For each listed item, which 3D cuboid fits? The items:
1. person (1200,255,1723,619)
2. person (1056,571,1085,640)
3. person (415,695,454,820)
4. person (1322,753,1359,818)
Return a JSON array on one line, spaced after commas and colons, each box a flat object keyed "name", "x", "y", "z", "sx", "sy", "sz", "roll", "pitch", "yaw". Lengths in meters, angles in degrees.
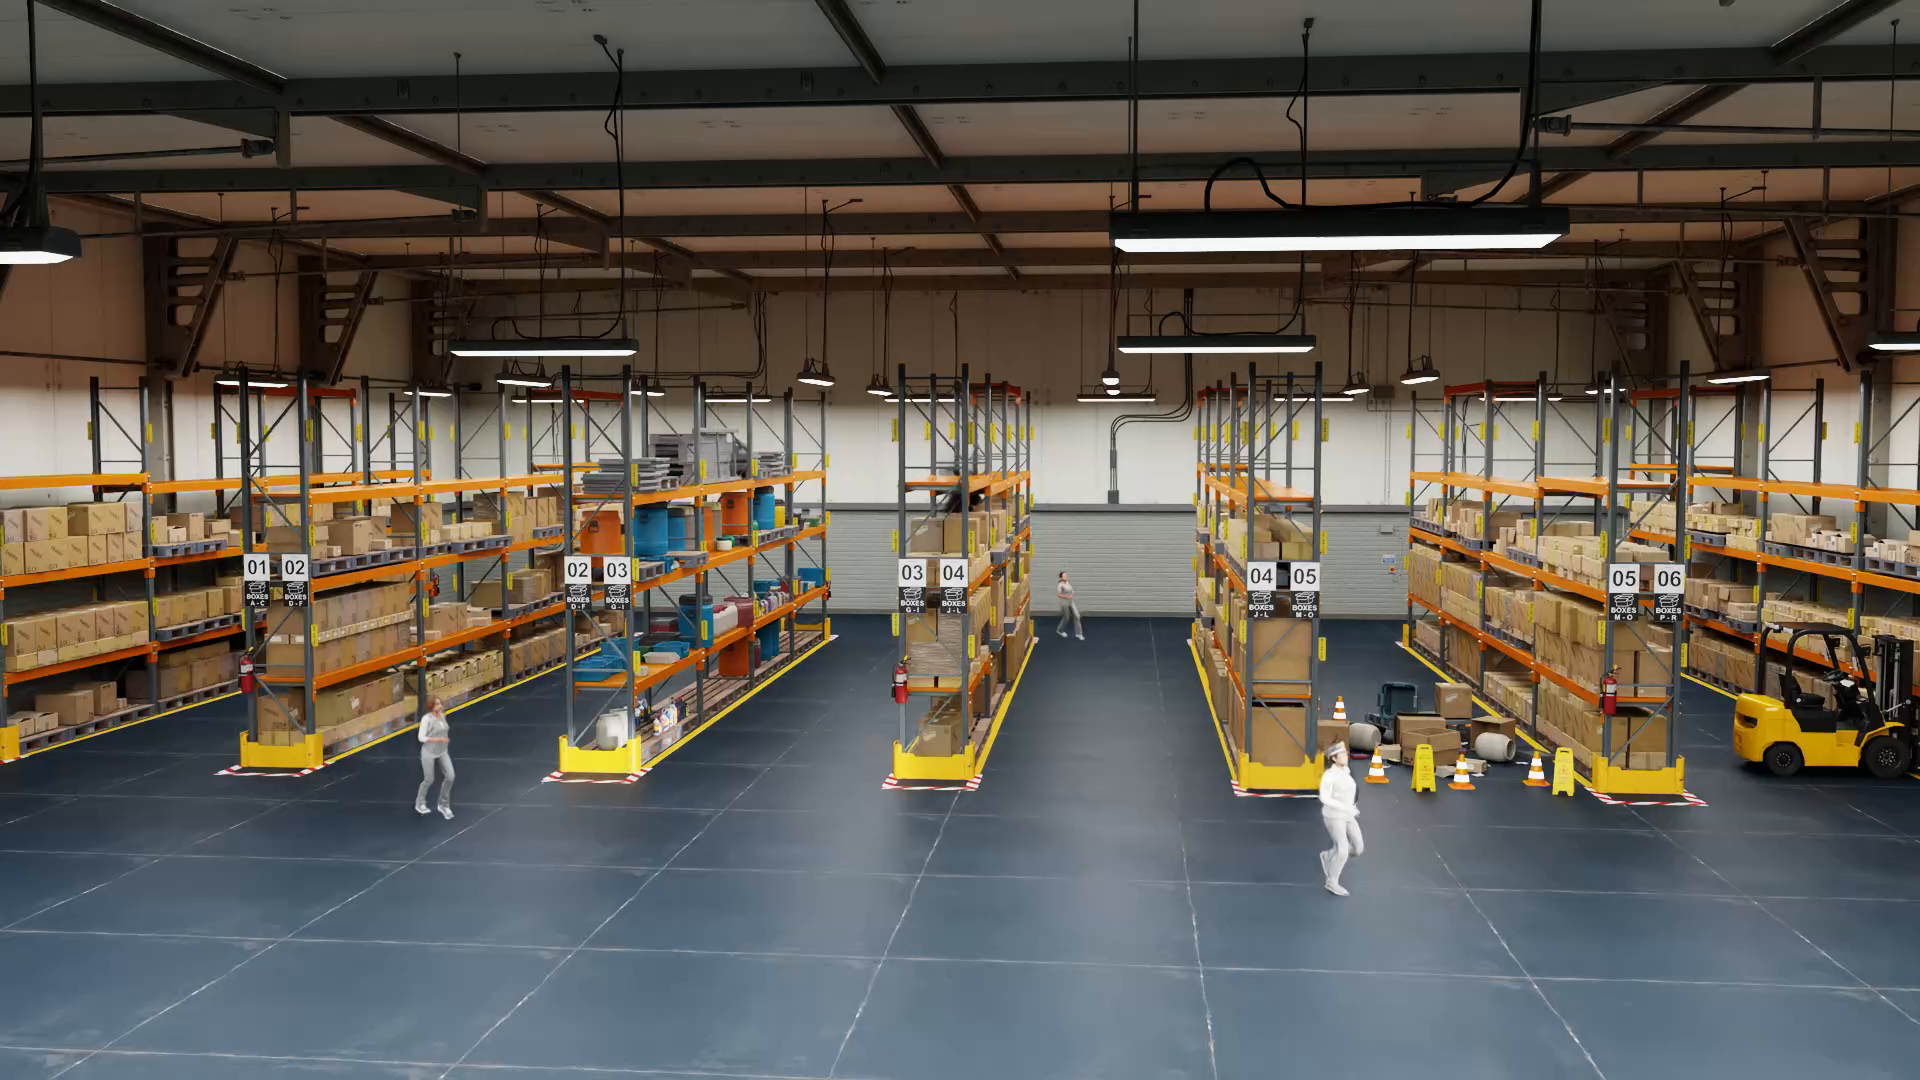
[{"name": "person", "x": 11.771, "y": -2.040, "z": 39.030, "sx": 11.731, "sy": 8.922, "sz": 8.879, "roll": 0, "pitch": 4, "yaw": -5}, {"name": "person", "x": 2.593, "y": 1.583, "z": 40.219, "sx": 0.587, "sy": 1.651, "sz": 0.904, "roll": -4, "pitch": 5, "yaw": -44}, {"name": "person", "x": -6.819, "y": 2.820, "z": 21.558, "sx": 0.700, "sy": 1.627, "sz": 0.525, "roll": 2, "pitch": 4, "yaw": 33}, {"name": "person", "x": 4.199, "y": 2.658, "z": 18.070, "sx": 0.454, "sy": 0.846, "sz": 0.502, "roll": 3, "pitch": 5, "yaw": 42}]
